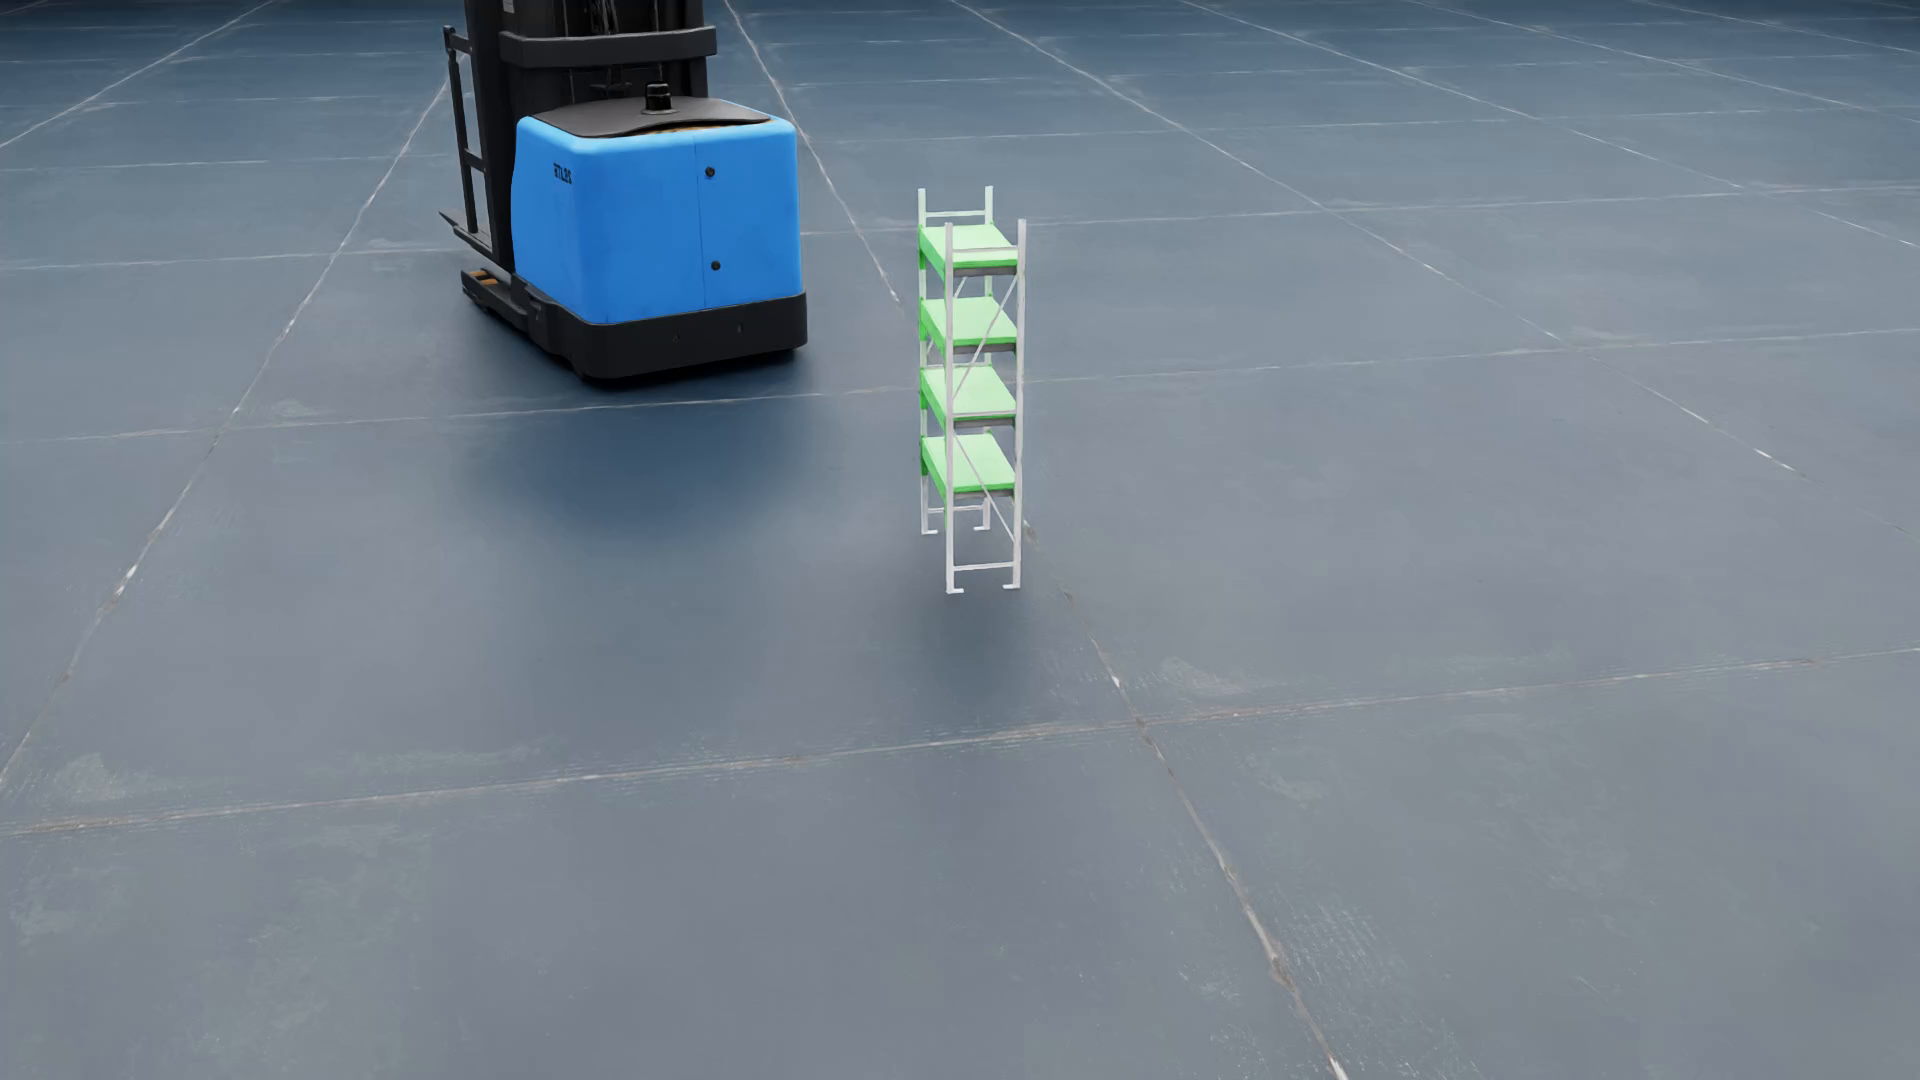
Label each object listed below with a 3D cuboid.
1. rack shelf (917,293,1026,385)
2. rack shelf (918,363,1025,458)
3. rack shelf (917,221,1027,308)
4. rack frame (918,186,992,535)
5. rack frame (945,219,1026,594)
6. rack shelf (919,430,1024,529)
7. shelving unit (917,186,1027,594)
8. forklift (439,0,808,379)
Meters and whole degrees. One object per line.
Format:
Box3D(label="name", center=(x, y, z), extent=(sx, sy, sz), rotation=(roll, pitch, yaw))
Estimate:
Box3D(label="rack shelf", center=(0.031, -0.646, 5.290), extent=(0.258, 0.148, 0.480), rotation=(-4, 24, -10))
Box3D(label="rack shelf", center=(0.031, -0.426, 5.386), extent=(0.258, 0.148, 0.480), rotation=(-4, 24, -10))
Box3D(label="rack shelf", center=(0.031, -0.866, 5.194), extent=(0.258, 0.148, 0.480), rotation=(-4, 24, -10))
Box3D(label="rack frame", center=(-0.015, -0.581, 5.581), extent=(0.240, 1.200, 0.015), rotation=(-4, 24, -10))
Box3D(label="rack frame", center=(0.076, -0.389, 5.141), extent=(0.240, 1.200, 0.015), rotation=(-4, 24, -10))
Box3D(label="rack shelf", center=(0.031, -0.206, 5.482), extent=(0.258, 0.148, 0.480), rotation=(-4, 24, -10))
Box3D(label="shelving unit", center=(0.031, -0.485, 5.361), extent=(0.258, 1.200, 0.503), rotation=(-4, 24, -10))
Box3D(label="forklift", center=(-1.901, -2.581, 7.998), extent=(1.130, 2.935, 3.031), rotation=(-14, 27, -29))
